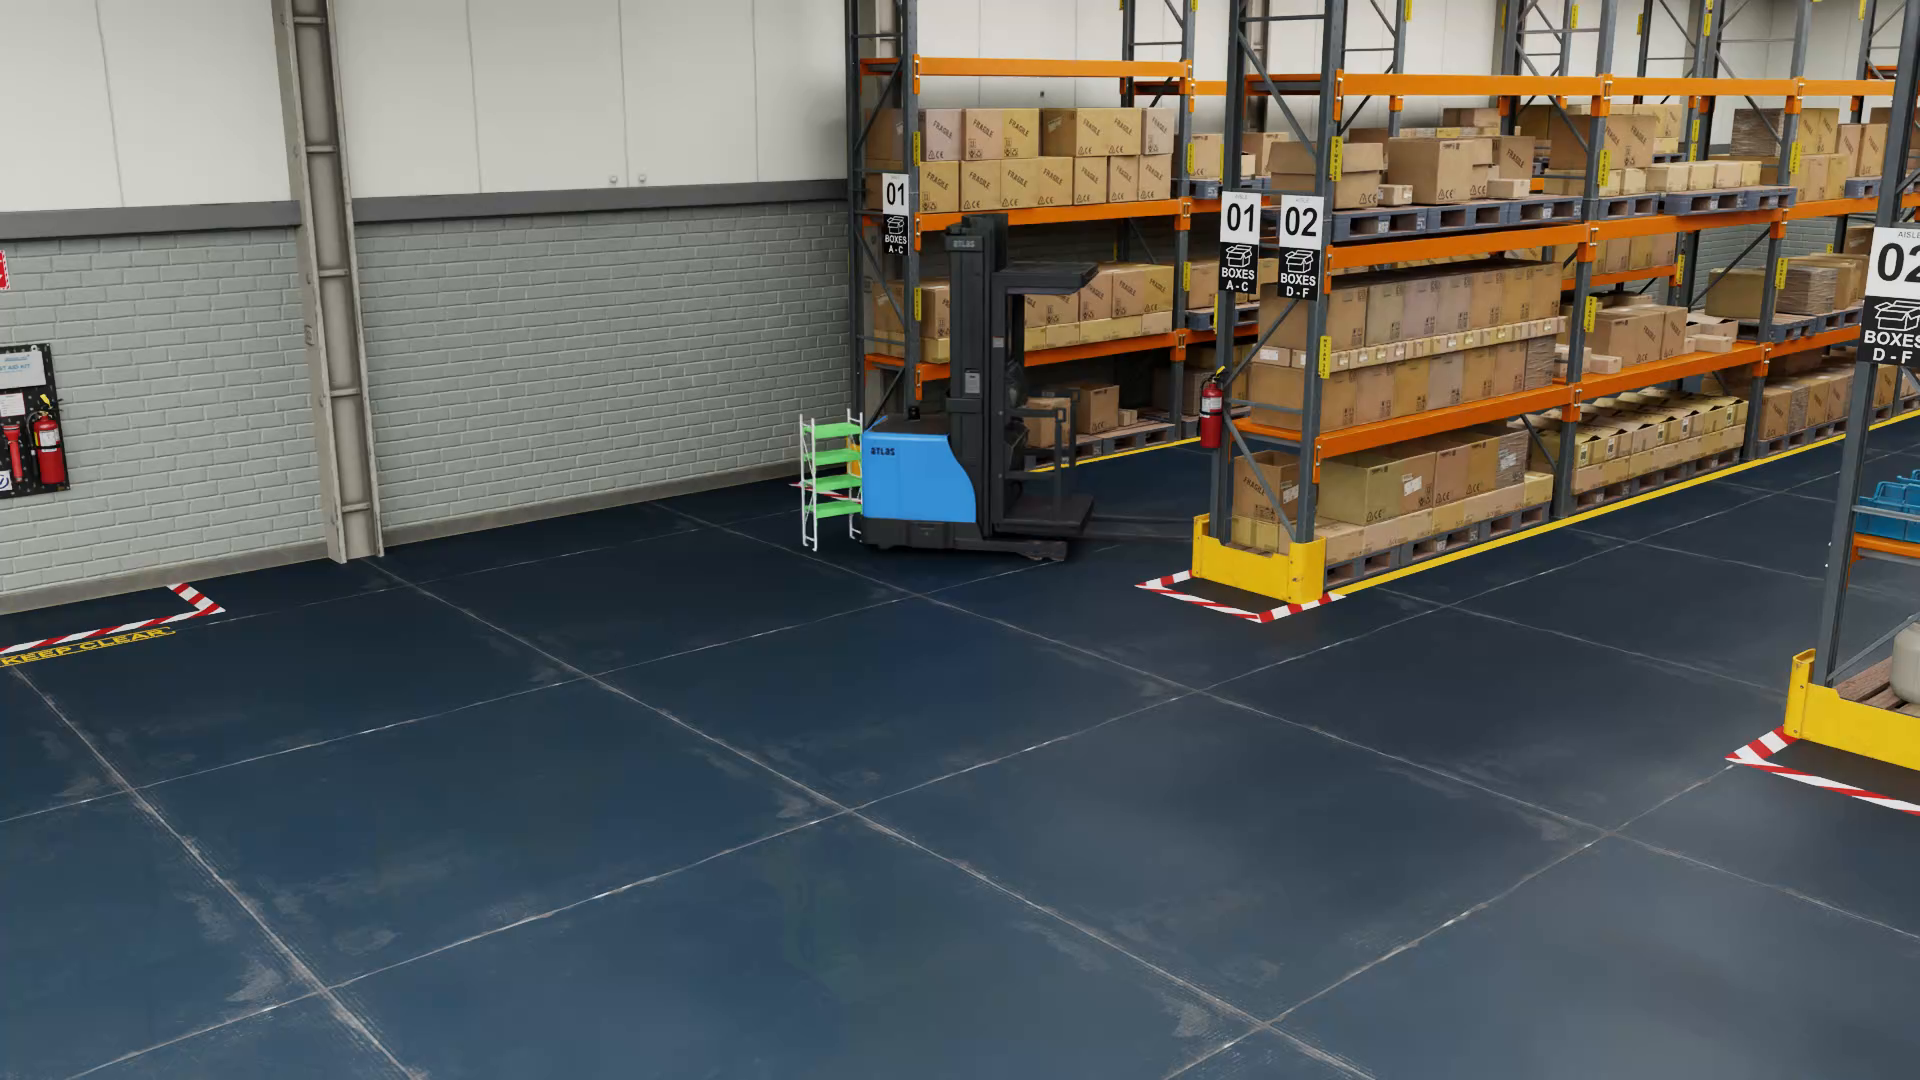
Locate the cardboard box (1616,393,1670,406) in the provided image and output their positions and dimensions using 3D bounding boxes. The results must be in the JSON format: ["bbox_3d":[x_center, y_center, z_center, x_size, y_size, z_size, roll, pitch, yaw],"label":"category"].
[{"bbox_3d":[7.532,-1.451,18.298,0.500,0.311,0.500,-13,20,-41],"label":"cardboard box"}]

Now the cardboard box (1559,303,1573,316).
[{"bbox_3d":[9.283,-3.507,25.341,0.250,0.149,0.380,-12,19,-38],"label":"cardboard box"}]

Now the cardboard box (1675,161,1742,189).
[{"bbox_3d":[7.822,-3.827,17.431,0.500,0.250,0.500,-12,19,-38],"label":"cardboard box"}]

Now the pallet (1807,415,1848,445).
[{"bbox_3d":[10.019,-1.405,20.103,1.213,0.211,1.003,-13,19,-39],"label":"pallet"}]

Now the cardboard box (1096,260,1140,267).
[{"bbox_3d":[1.747,-2.975,19.373,0.500,0.500,0.500,-13,20,-41],"label":"cardboard box"}]

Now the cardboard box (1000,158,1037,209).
[{"bbox_3d":[0.455,-3.724,17.336,0.500,0.500,0.500,-12,19,-37],"label":"cardboard box"}]

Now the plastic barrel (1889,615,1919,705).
[{"bbox_3d":[6.171,0.765,10.581,0.421,0.512,0.421,0,15,0],"label":"plastic barrel"}]

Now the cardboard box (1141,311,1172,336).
[{"bbox_3d":[2.080,-2.512,19.094,0.500,0.250,0.500,-13,19,-39],"label":"cardboard box"}]

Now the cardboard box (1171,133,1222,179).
[{"bbox_3d":[2.703,-4.492,19.433,0.500,0.500,0.500,-9,18,-32],"label":"cardboard box"}]

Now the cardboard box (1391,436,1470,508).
[{"bbox_3d":[4.159,-0.611,14.785,0.500,0.500,0.500,-13,19,-39],"label":"cardboard box"}]

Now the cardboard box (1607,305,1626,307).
[{"bbox_3d":[10.451,-3.519,26.643,0.500,0.500,0.700,-13,20,-40],"label":"cardboard box"}]

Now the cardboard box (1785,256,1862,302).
[{"bbox_3d":[10.547,-3.191,20.377,0.500,0.500,0.700,-9,17,-31],"label":"cardboard box"}]

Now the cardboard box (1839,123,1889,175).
[{"bbox_3d":[11.100,-4.783,20.331,0.600,0.600,0.600,14,20,42],"label":"cardboard box"}]

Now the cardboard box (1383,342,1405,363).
[{"bbox_3d":[3.491,-1.589,13.934,0.250,0.149,0.380,-13,20,-40],"label":"cardboard box"}]

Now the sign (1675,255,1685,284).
[{"bbox_3d":[8.147,-3.053,18.778,0.005,0.325,0.100,-13,19,-39],"label":"sign"}]

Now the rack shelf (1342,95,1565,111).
[{"bbox_3d":[6.765,-6.088,22.774,4.000,0.370,1.077,-13,19,-39],"label":"rack shelf"}]

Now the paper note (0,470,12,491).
[{"bbox_3d":[-7.413,-0.454,12.843,0.142,0.148,0.016,-13,19,-39],"label":"paper note"}]

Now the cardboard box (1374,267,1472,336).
[{"bbox_3d":[4.027,-2.094,14.569,0.500,0.500,0.700,-13,19,-39],"label":"cardboard box"}]

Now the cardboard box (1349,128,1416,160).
[{"bbox_3d":[5.577,-5.194,22.022,0.700,0.500,0.500,14,21,43],"label":"cardboard box"}]

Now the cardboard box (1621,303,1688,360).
[{"bbox_3d":[7.256,-2.189,17.438,0.500,0.500,0.500,-14,20,-42],"label":"cardboard box"}]

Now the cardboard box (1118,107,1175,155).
[{"bbox_3d":[2.039,-4.567,18.552,0.500,0.500,0.500,14,20,42],"label":"cardboard box"}]

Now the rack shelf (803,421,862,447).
[{"bbox_3d":[-1.149,-0.948,14.862,0.480,0.148,0.258,-10,18,-32],"label":"rack shelf"}]

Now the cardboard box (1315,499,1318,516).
[{"bbox_3d":[3.056,-0.183,14.636,0.500,0.250,0.500,-13,19,-39],"label":"cardboard box"}]

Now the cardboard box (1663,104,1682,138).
[{"bbox_3d":[10.918,-6.560,26.014,0.500,0.500,0.500,-13,20,-40],"label":"cardboard box"}]

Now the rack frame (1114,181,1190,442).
[{"bbox_3d":[2.239,-2.714,19.599,0.127,3.000,1.000,-13,19,-39],"label":"rack frame"}]

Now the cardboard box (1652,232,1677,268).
[{"bbox_3d":[10.913,-4.804,26.840,0.700,0.700,0.980,-12,19,-37],"label":"cardboard box"}]

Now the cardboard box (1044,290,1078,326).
[{"bbox_3d":[0.933,-2.616,18.031,0.500,0.500,0.500,-12,19,-38],"label":"cardboard box"}]

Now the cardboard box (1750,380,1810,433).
[{"bbox_3d":[9.433,-1.544,19.210,0.500,0.500,0.500,-14,20,-41],"label":"cardboard box"}]

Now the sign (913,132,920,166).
[{"bbox_3d":[-0.423,-3.802,16.166,0.005,0.325,0.100,-13,19,-39],"label":"sign"}]

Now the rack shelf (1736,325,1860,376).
[{"bbox_3d":[10.019,-2.419,19.889,4.000,0.370,1.077,-13,19,-39],"label":"rack shelf"}]

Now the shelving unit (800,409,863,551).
[{"bbox_3d":[-1.149,-0.546,14.970,0.503,1.200,0.258,-10,18,-32],"label":"shelving unit"}]

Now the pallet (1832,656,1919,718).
[{"bbox_3d":[6.367,1.081,10.795,1.213,0.211,1.003,-13,19,-39],"label":"pallet"}]

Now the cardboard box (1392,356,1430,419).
[{"bbox_3d":[3.608,-1.371,14.375,0.500,0.500,0.700,-12,19,-39],"label":"cardboard box"}]

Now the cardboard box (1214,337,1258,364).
[{"bbox_3d":[3.503,-2.373,20.861,0.500,0.250,0.500,-13,20,-41],"label":"cardboard box"}]

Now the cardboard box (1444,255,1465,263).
[{"bbox_3d":[6.567,-3.797,22.842,0.500,0.500,0.500,-13,20,-40],"label":"cardboard box"}]

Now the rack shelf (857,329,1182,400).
[{"bbox_3d":[0.730,-2.028,18.423,4.000,0.370,1.077,-13,19,-39],"label":"rack shelf"}]

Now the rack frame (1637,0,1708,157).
[{"bbox_3d":[11.291,-7.645,26.435,0.127,3.000,1.000,-13,19,-39],"label":"rack frame"}]

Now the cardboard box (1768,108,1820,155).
[{"bbox_3d":[9.229,-4.568,18.594,0.500,0.500,0.500,-13,19,-39],"label":"cardboard box"}]

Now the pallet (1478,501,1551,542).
[{"bbox_3d":[4.866,-0.277,15.877,1.213,0.211,1.003,-13,19,-39],"label":"pallet"}]

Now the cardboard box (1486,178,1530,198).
[{"bbox_3d":[4.763,-3.091,14.599,0.250,0.149,0.380,-13,19,-39],"label":"cardboard box"}]

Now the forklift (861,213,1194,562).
[{"bbox_3d":[0.682,-1.374,14.715,3.031,2.935,1.130,3,15,11],"label":"forklift"}]

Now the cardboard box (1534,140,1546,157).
[{"bbox_3d":[8.636,-5.859,24.842,0.500,0.250,0.500,-12,19,-39],"label":"cardboard box"}]

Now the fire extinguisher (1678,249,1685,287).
[{"bbox_3d":[11.708,-4.465,27.026,0.183,0.674,0.296,-13,19,-39],"label":"fire extinguisher"}]

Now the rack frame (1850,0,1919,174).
[{"bbox_3d":[11.528,-6.004,20.290,0.127,3.000,1.000,-13,19,-39],"label":"rack frame"}]

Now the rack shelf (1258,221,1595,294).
[{"bbox_3d":[3.984,-2.513,14.428,4.000,0.370,1.077,-13,19,-39],"label":"rack shelf"}]

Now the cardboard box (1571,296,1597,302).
[{"bbox_3d":[9.836,-3.763,26.296,0.250,0.149,0.380,-12,19,-39],"label":"cardboard box"}]

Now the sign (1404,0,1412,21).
[{"bbox_3d":[5.620,-6.676,20.841,0.005,0.325,0.100,-13,19,-39],"label":"sign"}]

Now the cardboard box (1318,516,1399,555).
[{"bbox_3d":[3.401,-0.080,14.252,0.500,0.250,0.500,-13,19,-39],"label":"cardboard box"}]

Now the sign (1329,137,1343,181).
[{"bbox_3d":[2.835,-2.873,12.535,0.005,0.325,0.100,-13,19,-39],"label":"sign"}]

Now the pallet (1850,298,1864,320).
[{"bbox_3d":[10.854,-2.899,20.662,1.213,0.211,1.003,-13,19,-39],"label":"pallet"}]

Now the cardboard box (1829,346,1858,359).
[{"bbox_3d":[11.772,-2.262,21.898,0.500,0.500,0.500,-13,19,-39],"label":"cardboard box"}]

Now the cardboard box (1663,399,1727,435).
[{"bbox_3d":[7.889,-1.347,17.910,0.500,0.311,0.500,-13,20,-40],"label":"cardboard box"}]

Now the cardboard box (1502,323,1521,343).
[{"bbox_3d":[4.847,-1.893,15.075,0.250,0.149,0.380,-13,20,-39],"label":"cardboard box"}]

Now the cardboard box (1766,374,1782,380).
[{"bbox_3d":[9.453,-1.725,19.885,0.500,0.500,0.500,-14,20,-41],"label":"cardboard box"}]

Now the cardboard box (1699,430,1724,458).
[{"bbox_3d":[7.887,-1.078,17.987,0.500,0.250,0.500,-13,20,-40],"label":"cardboard box"}]
